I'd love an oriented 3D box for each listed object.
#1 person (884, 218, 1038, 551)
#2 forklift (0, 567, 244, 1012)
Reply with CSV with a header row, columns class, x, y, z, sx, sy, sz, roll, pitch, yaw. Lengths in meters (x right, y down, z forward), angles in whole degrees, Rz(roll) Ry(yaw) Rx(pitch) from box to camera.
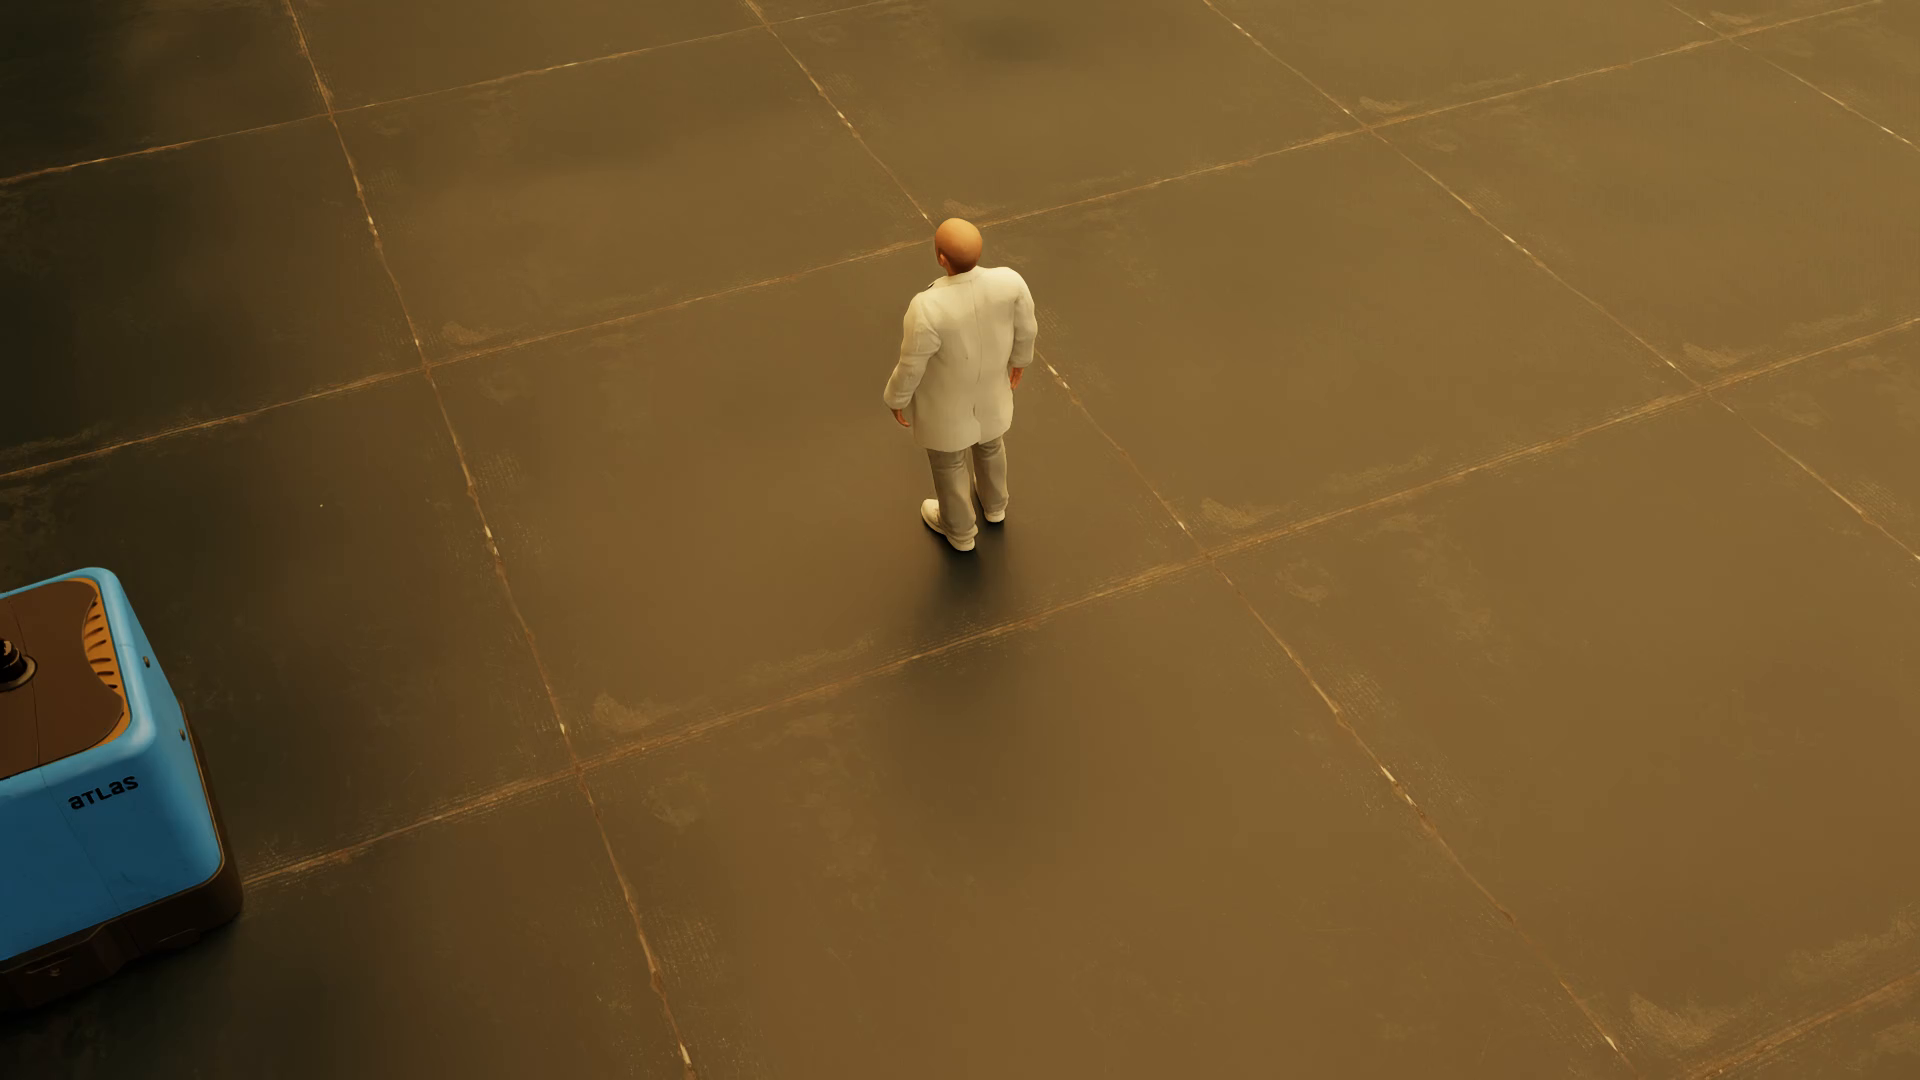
class,x,y,z,sx,sy,sz,roll,pitch,yaw
person,-0.035,-0.713,7.279,0.698,1.777,0.578,-18,46,-18
forklift,-4.241,0.565,5.075,3.031,2.935,1.130,-21,47,-21
